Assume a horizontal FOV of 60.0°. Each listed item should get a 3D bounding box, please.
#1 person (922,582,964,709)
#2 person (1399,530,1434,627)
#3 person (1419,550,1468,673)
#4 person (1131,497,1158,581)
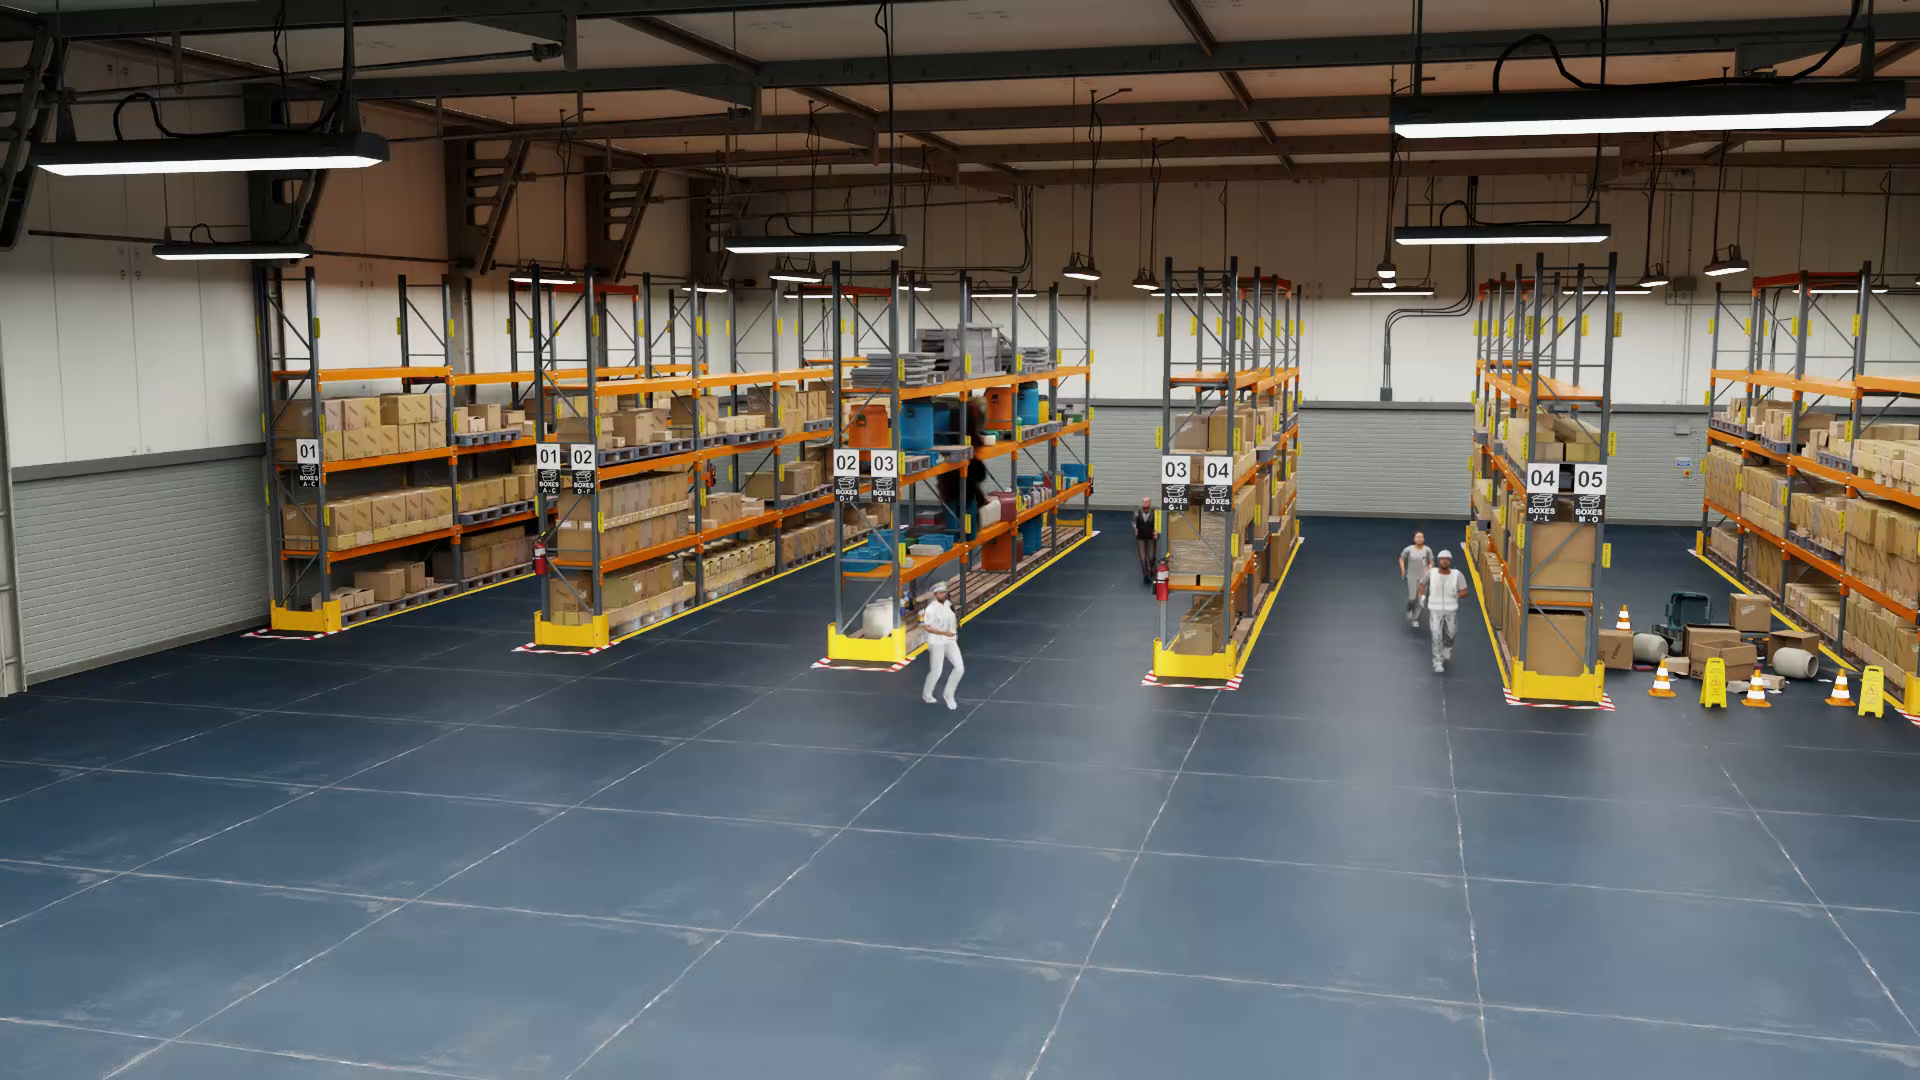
[{"bbox_3d":[-0.233,1.393,22.054,0.579,1.724,0.695,-5,9,-35],"label":"person"},{"bbox_3d":[7.687,0.654,27.969,0.566,1.630,0.557,1,7,8],"label":"person"},{"bbox_3d":[7.097,0.998,24.442,0.696,1.703,0.941,2,7,13],"label":"person"},{"bbox_3d":[3.687,-0.008,32.906,0.635,1.676,0.564,2,7,14],"label":"person"}]
